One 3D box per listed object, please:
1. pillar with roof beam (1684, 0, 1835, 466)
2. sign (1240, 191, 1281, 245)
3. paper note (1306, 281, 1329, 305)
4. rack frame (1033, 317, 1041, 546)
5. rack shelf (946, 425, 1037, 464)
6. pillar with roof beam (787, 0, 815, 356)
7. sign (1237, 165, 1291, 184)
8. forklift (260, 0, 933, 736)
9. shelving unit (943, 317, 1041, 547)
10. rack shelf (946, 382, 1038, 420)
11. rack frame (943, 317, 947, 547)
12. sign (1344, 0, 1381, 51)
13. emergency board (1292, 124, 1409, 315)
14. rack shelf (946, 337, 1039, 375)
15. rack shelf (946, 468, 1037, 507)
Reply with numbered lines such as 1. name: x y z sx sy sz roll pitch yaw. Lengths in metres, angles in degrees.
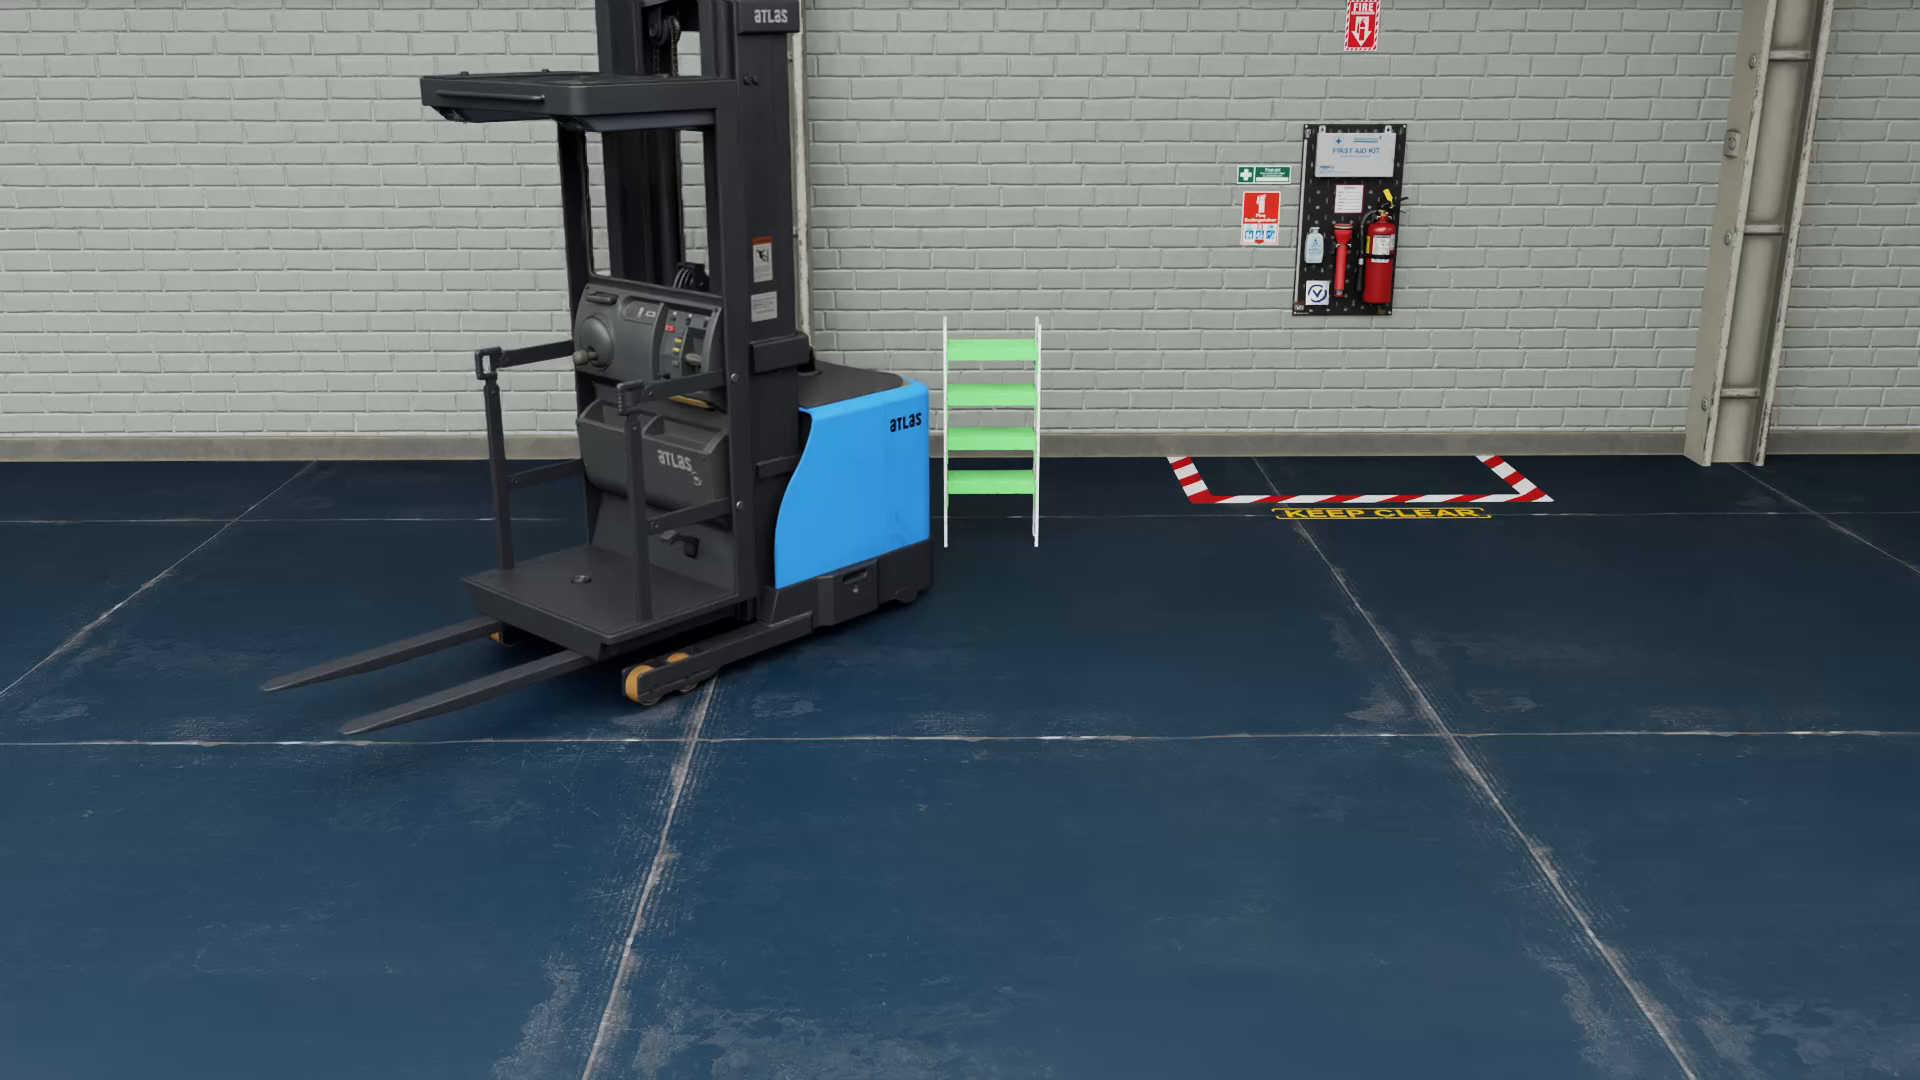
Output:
1. pillar with roof beam: 4.953 -3.486 5.183 0.400 9.000 9.100 0 18 -1
2. sign: 1.859 -1.990 10.281 0.234 0.329 0.001 0 18 -1
3. paper note: 2.235 -1.545 10.395 0.142 0.148 0.016 0 18 -1
4. rack frame: 0.409 -0.573 8.870 0.015 1.200 0.240 0 18 -1
5. rack shelf: 0.166 -0.511 8.886 0.480 0.148 0.258 0 18 -1
6. pillar with roof beam: -1.047 -3.457 5.093 0.400 9.000 9.100 0 18 -1
7. sign: 1.863 -2.239 10.192 0.331 0.109 0.001 0 18 -1
8. forklift: -1.489 -0.883 7.000 1.130 2.935 3.031 15 23 39
9. shelving unit: 0.166 -0.572 8.867 0.503 1.200 0.258 0 18 -1
10. rack shelf: 0.166 -0.740 8.813 0.480 0.148 0.258 0 18 -1
11. rack frame: -0.078 -0.571 8.863 0.015 1.200 0.240 0 18 -1
12. sign: 2.404 -3.078 9.938 0.199 0.298 0.001 0 18 -1
13. emergency board: 2.413 -1.944 10.197 0.643 1.169 0.194 0 18 -1
14. rack shelf: 0.166 -0.968 8.740 0.480 0.148 0.258 0 18 -1
15. rack shelf: 0.166 -0.283 8.960 0.480 0.148 0.258 0 18 -1
